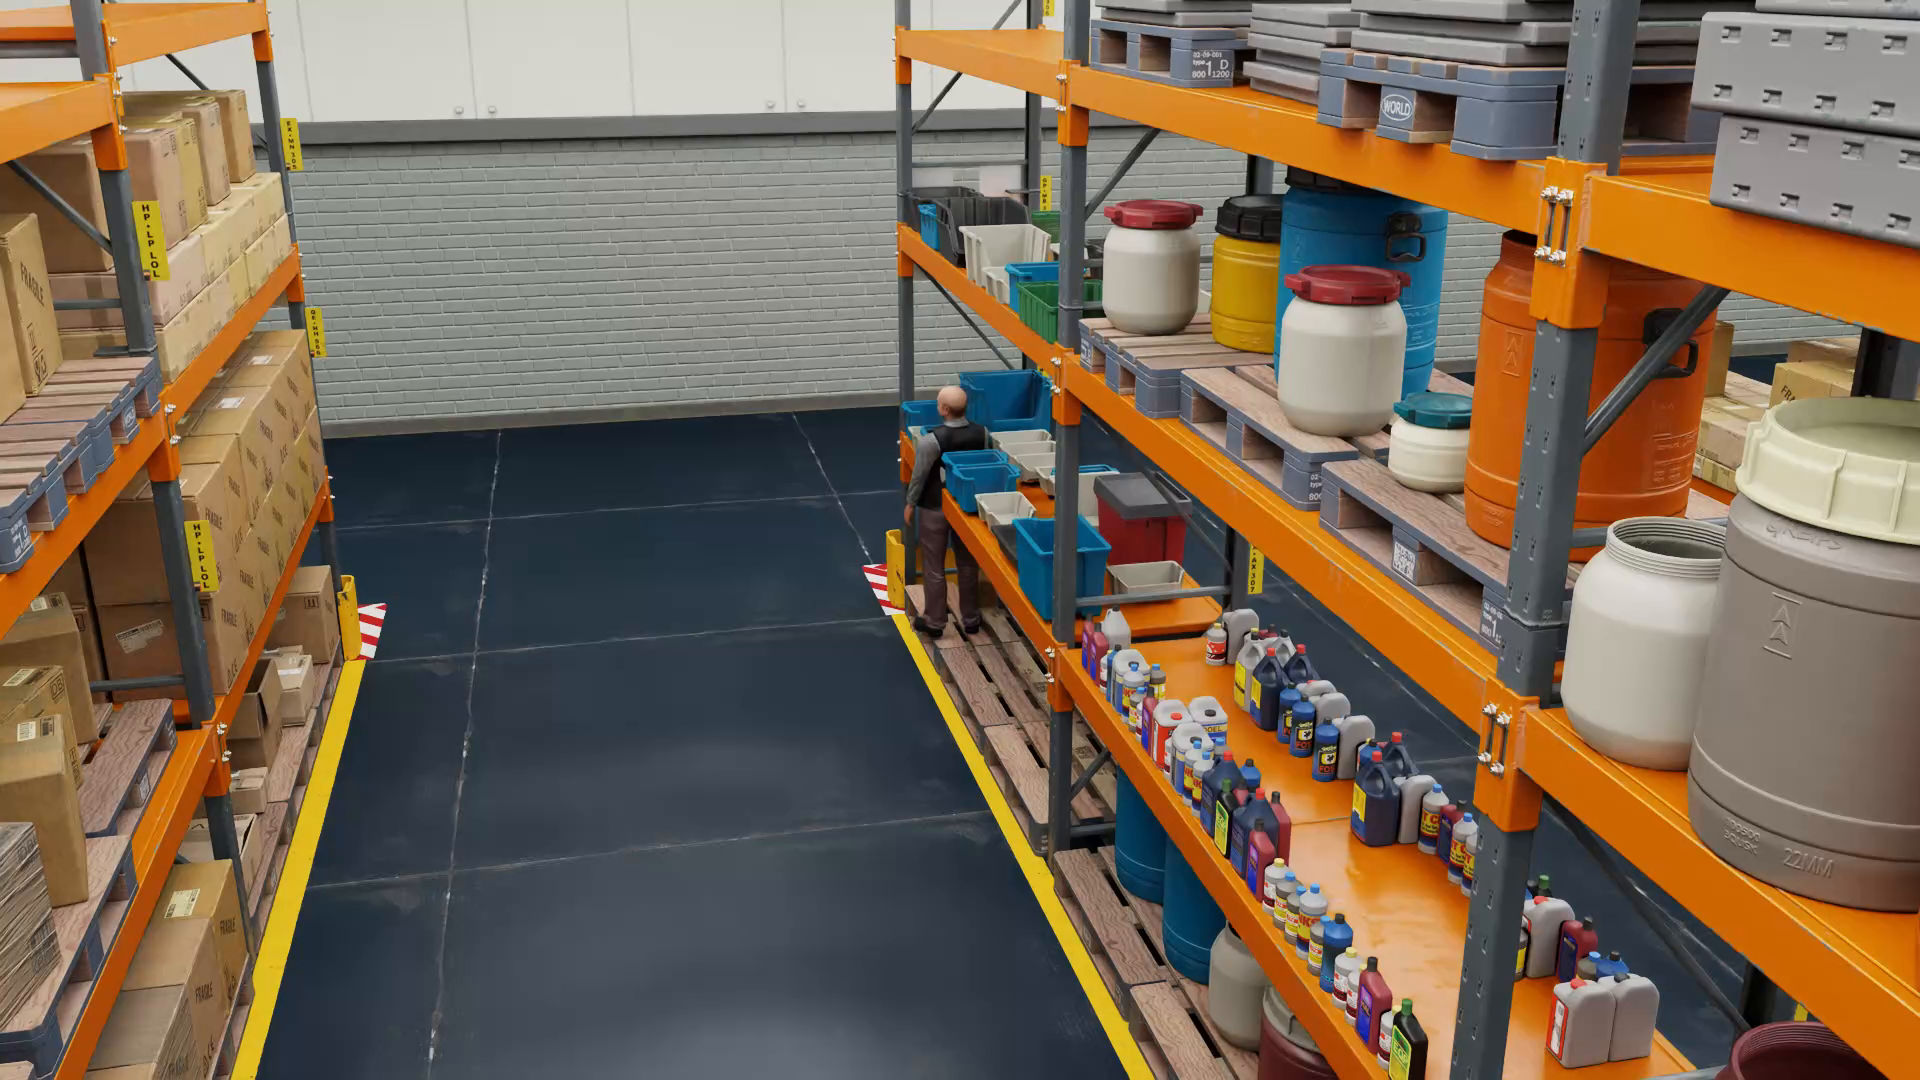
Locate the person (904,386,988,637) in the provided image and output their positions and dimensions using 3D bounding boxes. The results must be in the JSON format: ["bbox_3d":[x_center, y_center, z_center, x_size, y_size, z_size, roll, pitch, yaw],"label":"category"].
[{"bbox_3d":[-0.079,-0.197,11.052,0.564,1.725,0.399,-9,21,-25],"label":"person"}]
